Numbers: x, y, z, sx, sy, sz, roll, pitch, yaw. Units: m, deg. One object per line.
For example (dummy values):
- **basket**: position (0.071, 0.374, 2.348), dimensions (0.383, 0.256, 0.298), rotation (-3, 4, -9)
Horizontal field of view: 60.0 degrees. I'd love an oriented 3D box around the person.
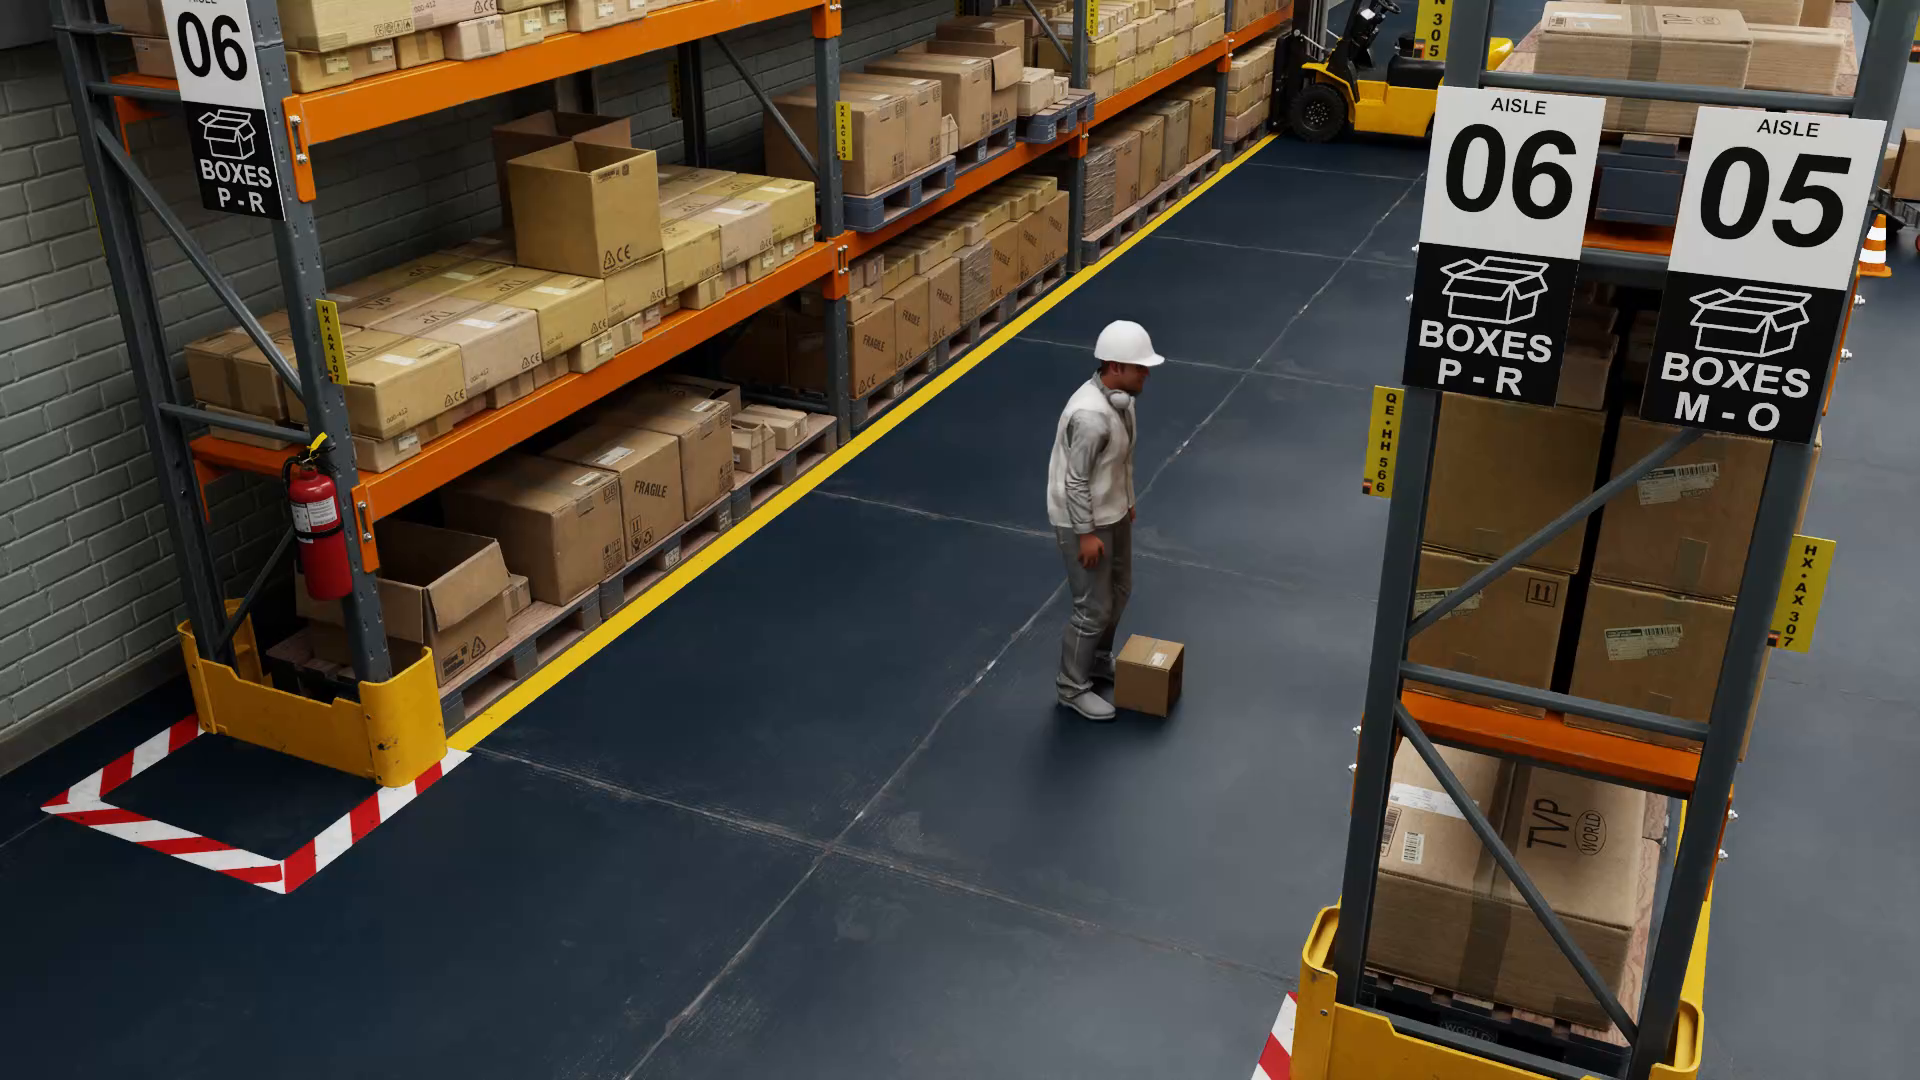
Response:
- **person**: position (0.624, -0.111, 7.310), dimensions (0.466, 1.771, 0.583), rotation (11, 28, 21)
